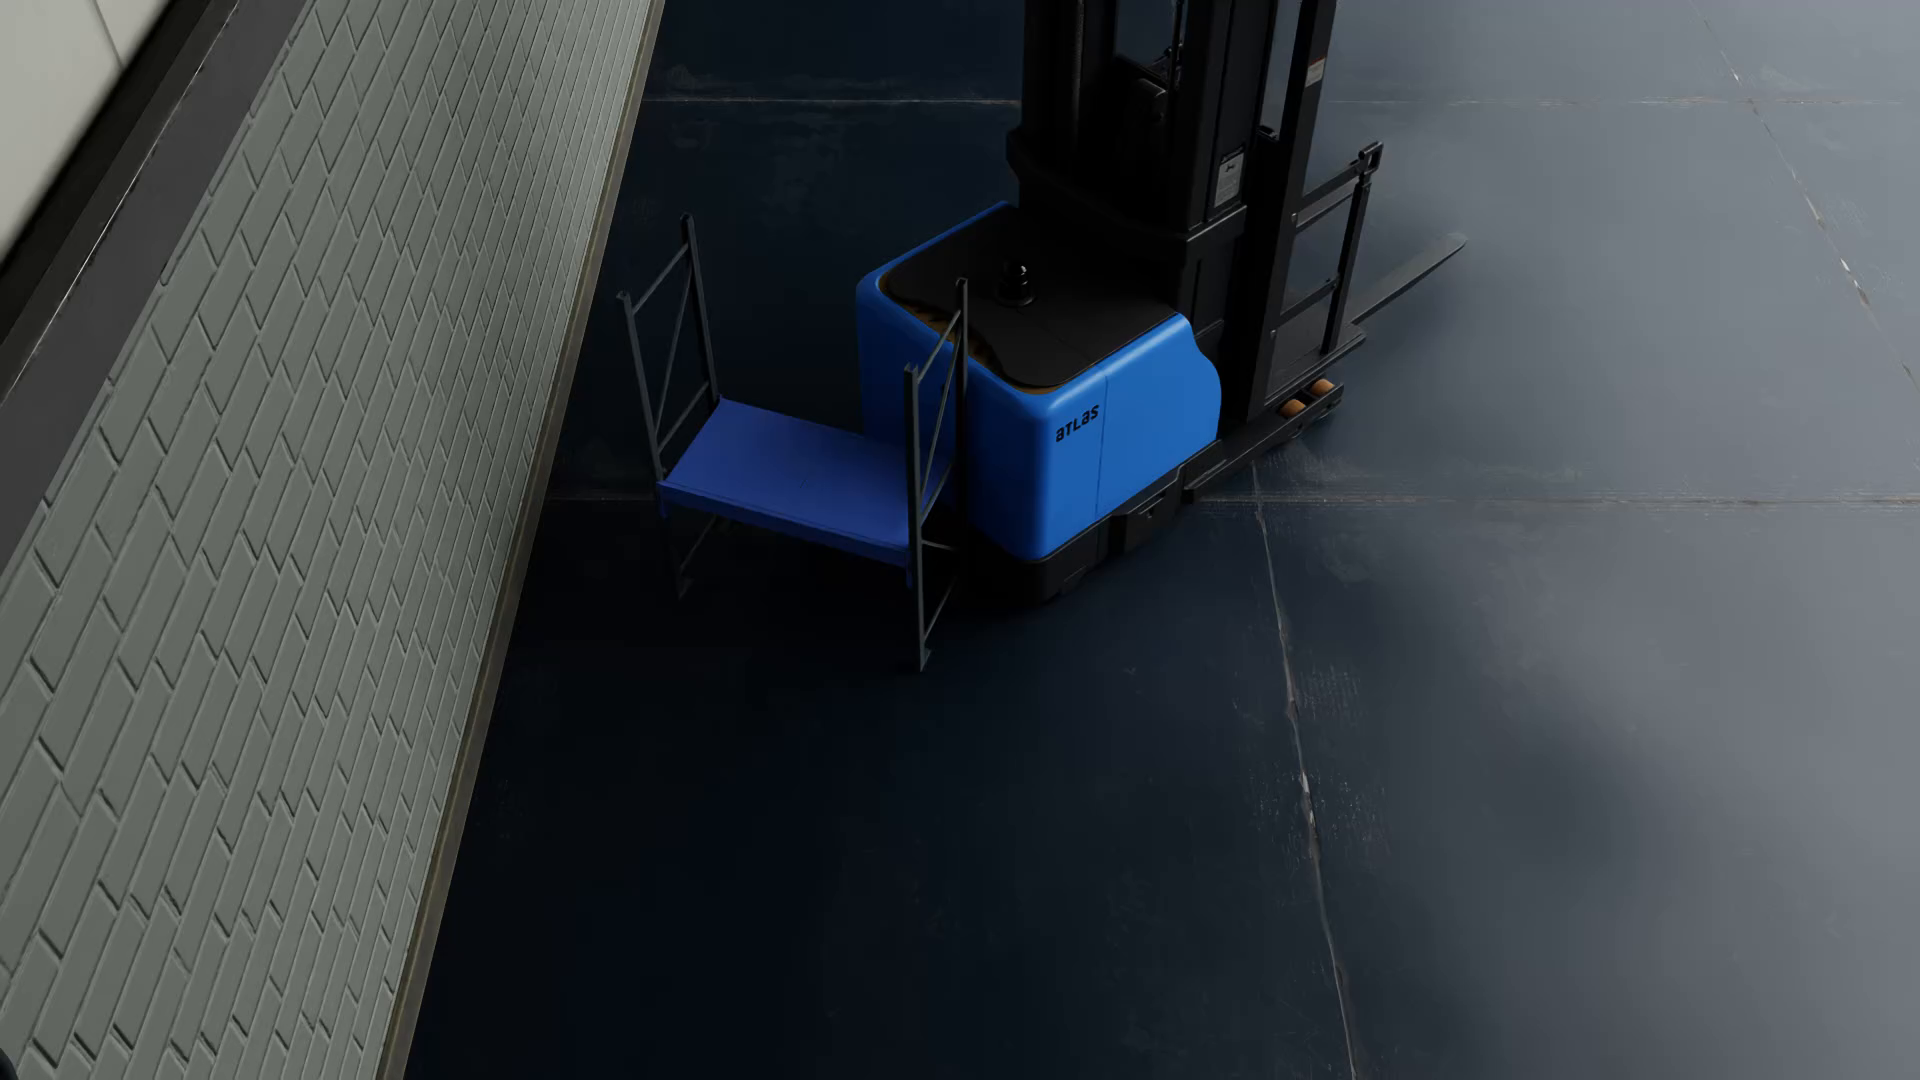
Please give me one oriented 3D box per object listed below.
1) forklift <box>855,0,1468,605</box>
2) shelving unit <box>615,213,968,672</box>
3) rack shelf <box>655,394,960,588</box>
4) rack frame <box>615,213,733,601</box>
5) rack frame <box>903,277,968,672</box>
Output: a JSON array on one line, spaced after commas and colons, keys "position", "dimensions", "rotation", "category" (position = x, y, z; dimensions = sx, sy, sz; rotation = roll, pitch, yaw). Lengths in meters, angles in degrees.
[{"position": [1.025, -1.694, 6.324], "dimensions": [3.031, 2.935, 1.130], "rotation": [-34, 55, -27], "category": "forklift"}, {"position": [-0.551, -0.317, 6.020], "dimensions": [1.048, 1.500, 0.538], "rotation": [15, 49, 14], "category": "shelving unit"}, {"position": [-0.551, -0.194, 6.152], "dimensions": [1.000, 0.185, 0.538], "rotation": [15, 49, 14], "category": "rack shelf"}, {"position": [-1.027, -0.448, 6.142], "dimensions": [0.032, 1.500, 0.500], "rotation": [15, 49, 14], "category": "rack frame"}, {"position": [-0.075, -0.186, 5.898], "dimensions": [0.032, 1.500, 0.500], "rotation": [15, 49, 14], "category": "rack frame"}]
